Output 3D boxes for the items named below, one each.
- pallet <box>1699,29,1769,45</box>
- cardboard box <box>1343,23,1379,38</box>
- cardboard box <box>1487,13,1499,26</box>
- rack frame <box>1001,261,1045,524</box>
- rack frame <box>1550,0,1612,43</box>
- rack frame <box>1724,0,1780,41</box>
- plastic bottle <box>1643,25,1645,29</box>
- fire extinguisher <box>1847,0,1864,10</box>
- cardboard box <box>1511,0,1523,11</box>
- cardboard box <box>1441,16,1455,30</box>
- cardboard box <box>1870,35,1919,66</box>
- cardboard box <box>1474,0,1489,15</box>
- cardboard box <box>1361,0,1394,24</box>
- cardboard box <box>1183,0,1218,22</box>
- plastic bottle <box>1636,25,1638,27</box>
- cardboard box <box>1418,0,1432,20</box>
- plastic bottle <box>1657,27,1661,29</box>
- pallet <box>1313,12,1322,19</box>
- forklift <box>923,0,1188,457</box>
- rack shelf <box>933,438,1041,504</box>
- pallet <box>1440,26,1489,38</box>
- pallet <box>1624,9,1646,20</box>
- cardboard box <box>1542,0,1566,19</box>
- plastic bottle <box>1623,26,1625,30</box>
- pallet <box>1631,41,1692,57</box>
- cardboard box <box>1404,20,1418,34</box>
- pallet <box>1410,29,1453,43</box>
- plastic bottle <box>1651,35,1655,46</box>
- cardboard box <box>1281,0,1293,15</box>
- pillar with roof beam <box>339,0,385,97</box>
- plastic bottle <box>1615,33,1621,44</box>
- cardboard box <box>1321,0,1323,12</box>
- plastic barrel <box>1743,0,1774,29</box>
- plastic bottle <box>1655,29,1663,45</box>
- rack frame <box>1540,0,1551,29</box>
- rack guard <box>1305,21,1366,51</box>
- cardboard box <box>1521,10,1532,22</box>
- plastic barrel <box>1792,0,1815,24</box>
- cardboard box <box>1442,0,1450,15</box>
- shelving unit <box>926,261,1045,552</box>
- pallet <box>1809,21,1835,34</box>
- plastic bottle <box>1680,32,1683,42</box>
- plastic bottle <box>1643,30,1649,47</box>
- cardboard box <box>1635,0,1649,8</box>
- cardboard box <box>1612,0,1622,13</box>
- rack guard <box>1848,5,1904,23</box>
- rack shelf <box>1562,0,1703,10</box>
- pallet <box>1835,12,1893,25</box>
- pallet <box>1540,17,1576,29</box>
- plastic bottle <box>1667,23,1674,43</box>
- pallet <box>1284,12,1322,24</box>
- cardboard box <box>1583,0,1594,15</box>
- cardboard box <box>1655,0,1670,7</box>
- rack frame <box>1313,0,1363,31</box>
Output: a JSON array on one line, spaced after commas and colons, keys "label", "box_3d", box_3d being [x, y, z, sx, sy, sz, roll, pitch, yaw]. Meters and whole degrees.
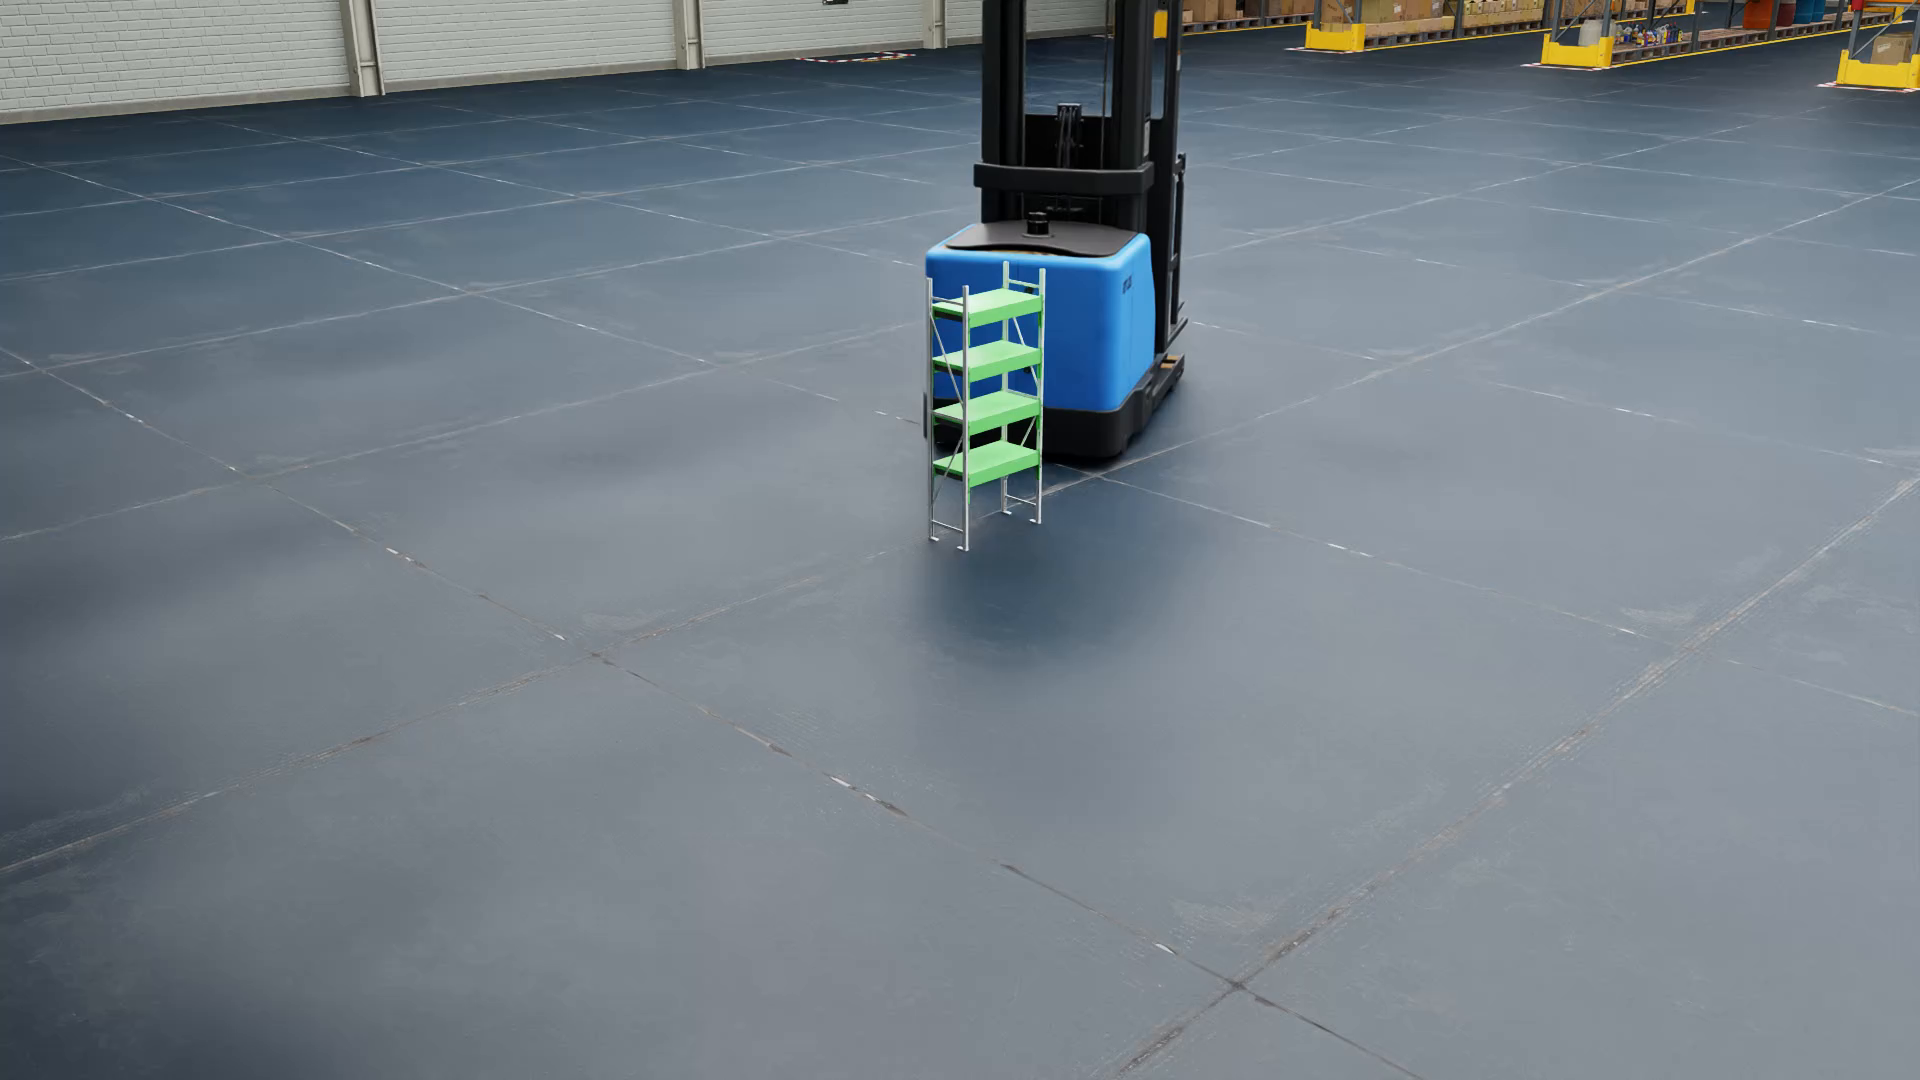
[{"label": "pallet", "box_3d": [15.930, -10.386, 34.301, 1.003, 0.211, 1.213, 19, 28, 41]}, {"label": "cardboard box", "box_3d": [7.904, -10.056, 32.803, 0.500, 0.250, 0.500, 19, 28, 41]}, {"label": "cardboard box", "box_3d": [11.337, -11.308, 36.062, 0.500, 0.250, 0.500, 18, 28, 39]}, {"label": "rack frame", "box_3d": [0.286, -0.665, 7.633, 0.240, 1.200, 0.015, 19, 28, 41]}, {"label": "rack frame", "box_3d": [10.917, -9.820, 28.943, 1.000, 3.000, 0.127, 19, 28, 41]}, {"label": "rack frame", "box_3d": [16.498, -11.877, 34.293, 1.000, 3.000, 0.127, 19, 28, 41]}, {"label": "plastic bottle", "box_3d": [13.042, -9.697, 31.796, 0.061, 0.283, 0.133, 19, 28, 41]}, {"label": "fire extinguisher", "box_3d": [14.056, -8.630, 25.955, 0.296, 0.674, 0.183, 19, 28, 41]}, {"label": "cardboard box", "box_3d": [12.051, -11.831, 36.640, 0.500, 0.311, 0.500, 19, 28, 40]}, {"label": "cardboard box", "box_3d": [9.994, -10.828, 34.812, 0.500, 0.250, 0.500, 19, 28, 41]}, {"label": "cardboard box", "box_3d": [14.914, -7.766, 26.498, 0.500, 0.500, 0.500, -14, 25, -32]}, {"label": "cardboard box", "box_3d": [10.981, -11.435, 35.609, 0.500, 0.311, 0.500, 19, 28, 40]}, {"label": "cardboard box", "box_3d": [8.252, -10.535, 33.004, 0.500, 0.500, 0.500, 19, 28, 41]}, {"label": "cardboard box", "box_3d": [5.311, -11.816, 37.007, 0.700, 0.500, 0.500, 17, 27, 37]}, {"label": "plastic bottle", "box_3d": [12.965, -9.720, 31.866, 0.135, 0.276, 0.152, -19, 28, -40]}, {"label": "cardboard box", "box_3d": [9.291, -10.923, 34.013, 0.500, 0.500, 0.500, 19, 28, 41]}, {"label": "plastic bottle", "box_3d": [13.207, -9.526, 31.361, 0.152, 0.276, 0.135, 19, 28, 41]}, {"label": "pallet", "box_3d": [8.854, -12.854, 40.723, 1.003, 0.211, 1.213, 19, 28, 41]}, {"label": "forklift", "box_3d": [0.728, -2.287, 9.440, 1.130, 2.935, 3.031, 6, 22, 16]}, {"label": "rack shelf", "box_3d": [0.115, -0.319, 7.579, 0.258, 0.148, 0.480, 19, 28, 41]}, {"label": "pallet", "box_3d": [10.647, -10.987, 35.865, 1.003, 0.211, 1.213, 19, 28, 41]}, {"label": "pallet", "box_3d": [16.222, -13.020, 41.155, 1.003, 0.211, 1.213, 19, 28, 41]}, {"label": "cardboard box", "box_3d": [13.474, -12.201, 38.009, 0.500, 0.500, 0.500, -19, 28, -40]}, {"label": "plastic bottle", "box_3d": [12.571, -9.602, 31.547, 0.133, 0.283, 0.061, -19, 28, -40]}, {"label": "pallet", "box_3d": [13.209, -9.385, 31.696, 1.003, 0.211, 1.213, 19, 28, 41]}, {"label": "cardboard box", "box_3d": [8.952, -10.441, 33.805, 0.500, 0.250, 0.500, 19, 28, 41]}, {"label": "pallet", "box_3d": [9.576, -10.594, 34.842, 1.003, 0.211, 1.213, 19, 28, 41]}, {"label": "plastic bottle", "box_3d": [12.783, -9.247, 30.738, 0.097, 0.201, 0.097, 0, 21, 0]}, {"label": "cardboard box", "box_3d": [7.435, -12.705, 39.320, 0.700, 0.500, 0.500, 19, 28, 40]}, {"label": "pillar with roof beam", "box_3d": [-5.785, -9.792, 20.508, 9.100, 9.000, 0.400, 19, 28, 41]}, {"label": "plastic bottle", "box_3d": [12.279, -9.368, 31.055, 0.097, 0.201, 0.097, 0, 21, 0]}, {"label": "cardboard box", "box_3d": [8.492, -13.093, 40.330, 0.700, 0.500, 0.500, 19, 28, 41]}, {"label": "plastic barrel", "box_3d": [16.827, -11.190, 34.946, 0.600, 0.830, 0.708, 19, 28, 41]}, {"label": "plastic bottle", "box_3d": [12.989, -9.372, 30.959, 0.135, 0.276, 0.152, -20, 28, -41]}, {"label": "rack frame", "box_3d": [12.952, -13.117, 37.521, 1.000, 3.000, 0.127, 19, 28, 41]}, {"label": "rack guard", "box_3d": [7.354, -9.888, 32.603, 1.175, 0.500, 0.348, 19, 28, 41]}, {"label": "cardboard box", "box_3d": [12.402, -11.700, 37.082, 0.500, 0.250, 0.500, 19, 28, 40]}, {"label": "plastic barrel", "box_3d": [18.403, -11.804, 36.443, 0.600, 0.901, 0.708, 19, 28, 41]}, {"label": "cardboard box", "box_3d": [10.238, -11.439, 35.621, 0.500, 0.311, 0.500, 19, 28, 41]}, {"label": "shelving unit", "box_3d": [0.115, -0.603, 7.470, 0.258, 1.200, 0.503, 19, 28, 41]}, {"label": "pallet", "box_3d": [18.720, -11.415, 36.980, 1.003, 0.211, 1.213, 19, 28, 41]}, {"label": "plastic bottle", "box_3d": [13.678, -9.576, 31.596, 0.097, 0.201, 0.097, 0, 21, 0]}, {"label": "plastic bottle", "box_3d": [12.576, -9.199, 30.501, 0.133, 0.283, 0.061, -20, 28, -41]}, {"label": "cardboard box", "box_3d": [17.049, -13.670, 41.825, 0.797, 0.503, 0.637, 19, 28, 41]}, {"label": "cardboard box", "box_3d": [15.603, -12.986, 40.049, 0.500, 0.500, 0.500, 19, 28, 40]}, {"label": "rack guard", "box_3d": [22.086, -12.776, 40.117, 1.175, 0.500, 0.348, 19, 28, 41]}, {"label": "rack shelf", "box_3d": [12.312, -9.999, 30.410, 1.077, 0.370, 4.000, 19, 28, 41]}, {"label": "pallet", "box_3d": [21.476, -12.429, 39.618, 1.003, 0.211, 1.213, 19, 28, 41]}, {"label": "pallet", "box_3d": [13.500, -11.998, 38.496, 1.003, 0.211, 1.213, 19, 28, 41]}, {"label": "plastic bottle", "box_3d": [13.331, -9.530, 31.268, 0.144, 0.351, 0.185, 18, 27, 38]}, {"label": "pallet", "box_3d": [8.003, -12.542, 39.911, 1.003, 0.211, 1.213, 19, 28, 41]}, {"label": "cardboard box", "box_3d": [14.549, -12.600, 39.048, 0.500, 0.500, 0.500, 18, 27, 39]}, {"label": "cardboard box", "box_3d": [17.645, -13.658, 42.146, 0.500, 0.250, 0.500, 19, 28, 41]}, {"label": "rack frame", "box_3d": [7.371, -11.061, 32.171, 1.000, 3.000, 0.127, 19, 28, 41]}]
